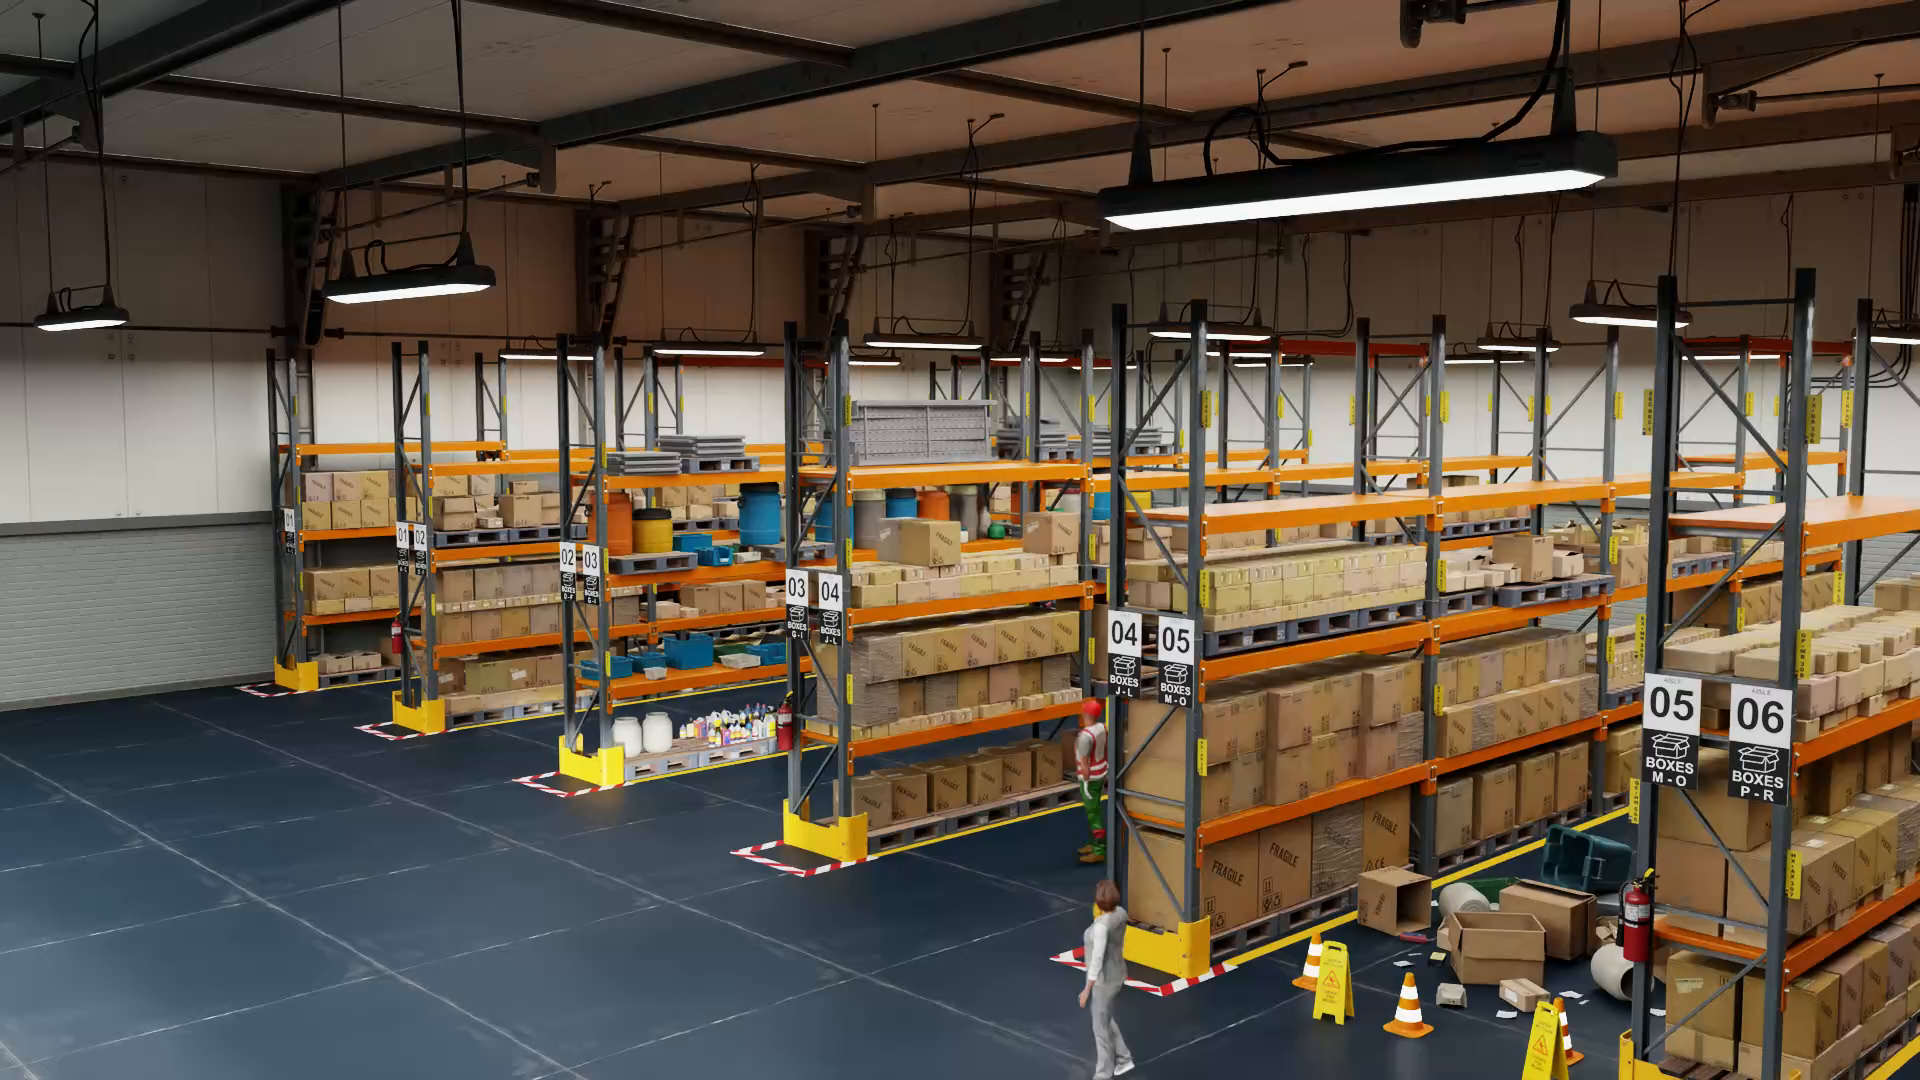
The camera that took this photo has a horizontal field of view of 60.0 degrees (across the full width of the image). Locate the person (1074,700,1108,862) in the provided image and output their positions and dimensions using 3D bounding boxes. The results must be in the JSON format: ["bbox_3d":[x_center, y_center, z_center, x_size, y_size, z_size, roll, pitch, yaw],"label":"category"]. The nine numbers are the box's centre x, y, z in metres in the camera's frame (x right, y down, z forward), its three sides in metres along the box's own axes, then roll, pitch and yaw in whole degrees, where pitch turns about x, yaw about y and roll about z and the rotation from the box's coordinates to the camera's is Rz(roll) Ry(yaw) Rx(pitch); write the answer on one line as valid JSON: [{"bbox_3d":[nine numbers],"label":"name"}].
[{"bbox_3d":[1.469,2.660,18.556,0.435,1.811,0.743,2,5,21],"label":"person"}]

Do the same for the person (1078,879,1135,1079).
[{"bbox_3d":[1.090,3.292,12.356,0.383,1.601,0.510,2,5,18],"label":"person"}]
